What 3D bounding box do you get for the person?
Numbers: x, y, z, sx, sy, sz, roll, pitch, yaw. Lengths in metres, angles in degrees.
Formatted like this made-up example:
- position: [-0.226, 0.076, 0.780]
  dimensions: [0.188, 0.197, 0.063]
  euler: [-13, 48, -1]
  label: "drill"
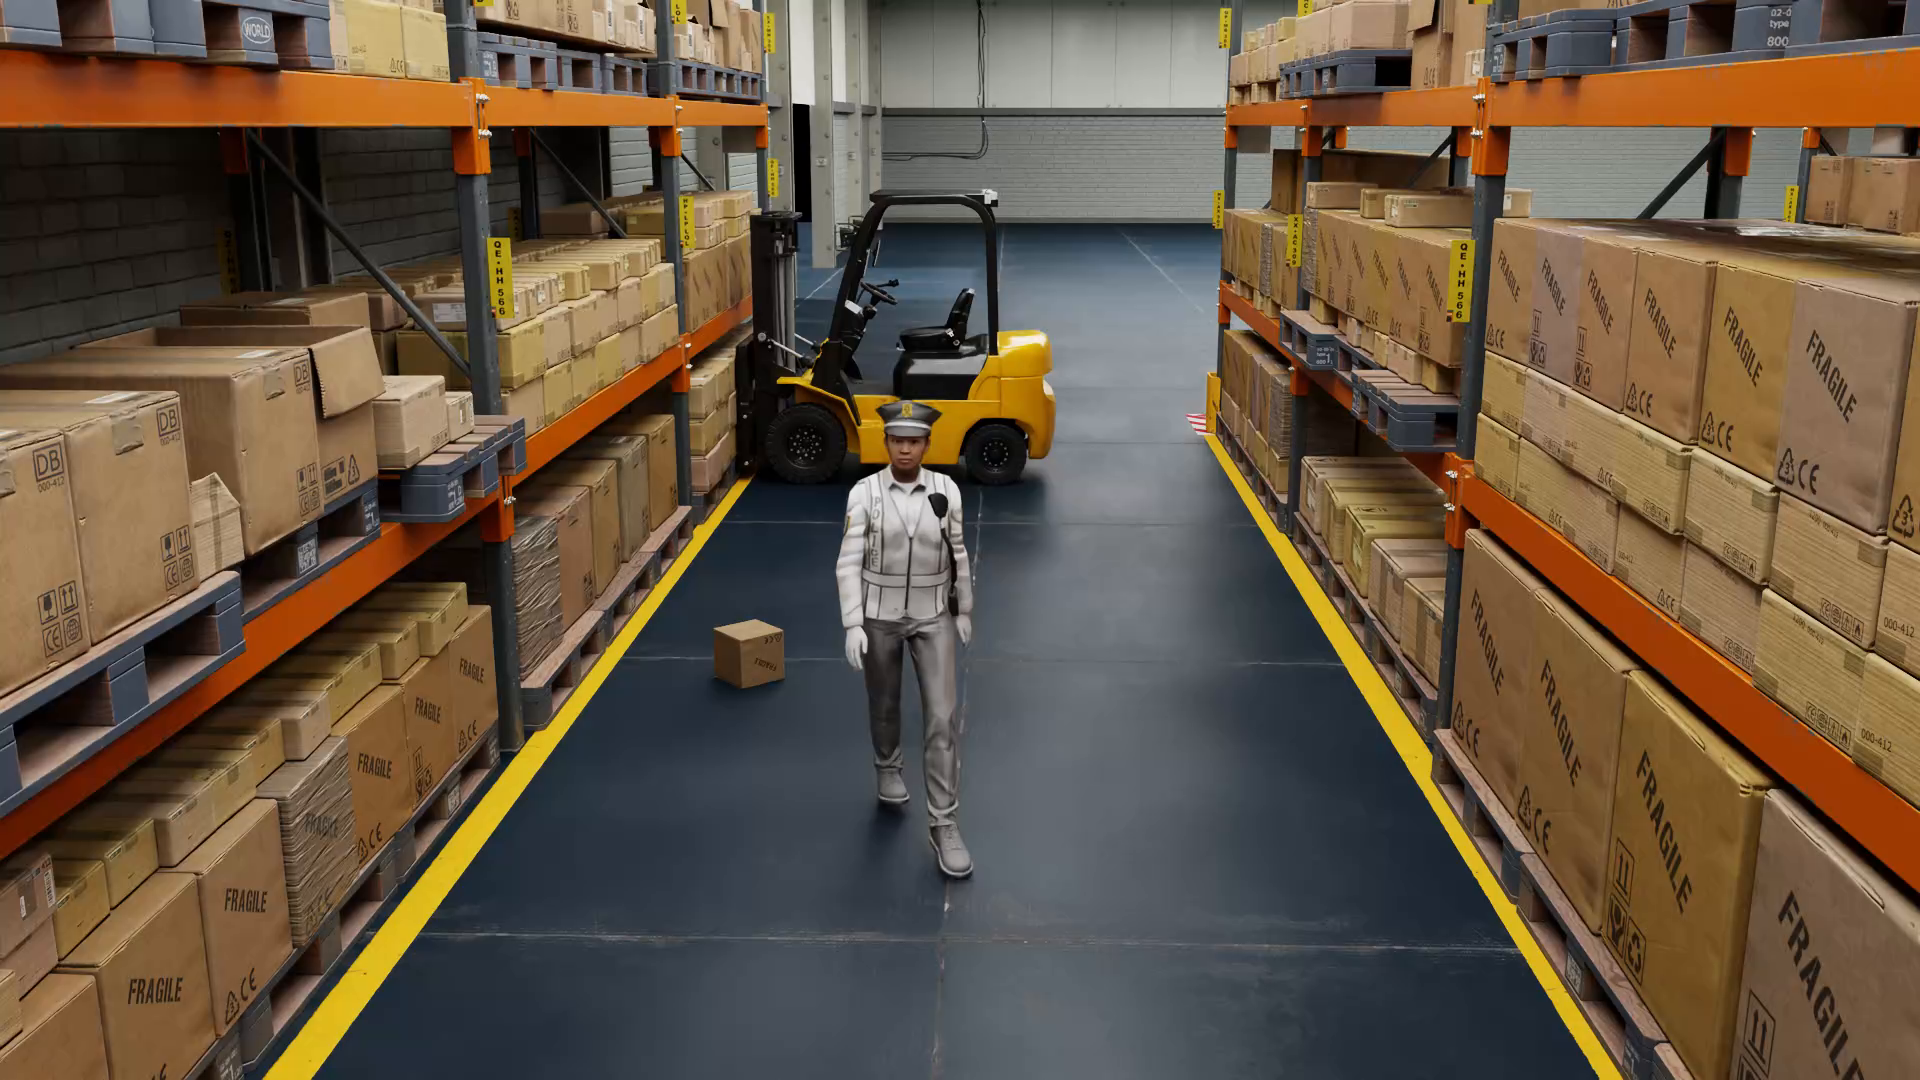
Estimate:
- position: [-0.196, 0.303, 6.174]
  dimensions: [0.523, 1.651, 0.921]
  euler: [-1, 14, -4]
  label: "person"
